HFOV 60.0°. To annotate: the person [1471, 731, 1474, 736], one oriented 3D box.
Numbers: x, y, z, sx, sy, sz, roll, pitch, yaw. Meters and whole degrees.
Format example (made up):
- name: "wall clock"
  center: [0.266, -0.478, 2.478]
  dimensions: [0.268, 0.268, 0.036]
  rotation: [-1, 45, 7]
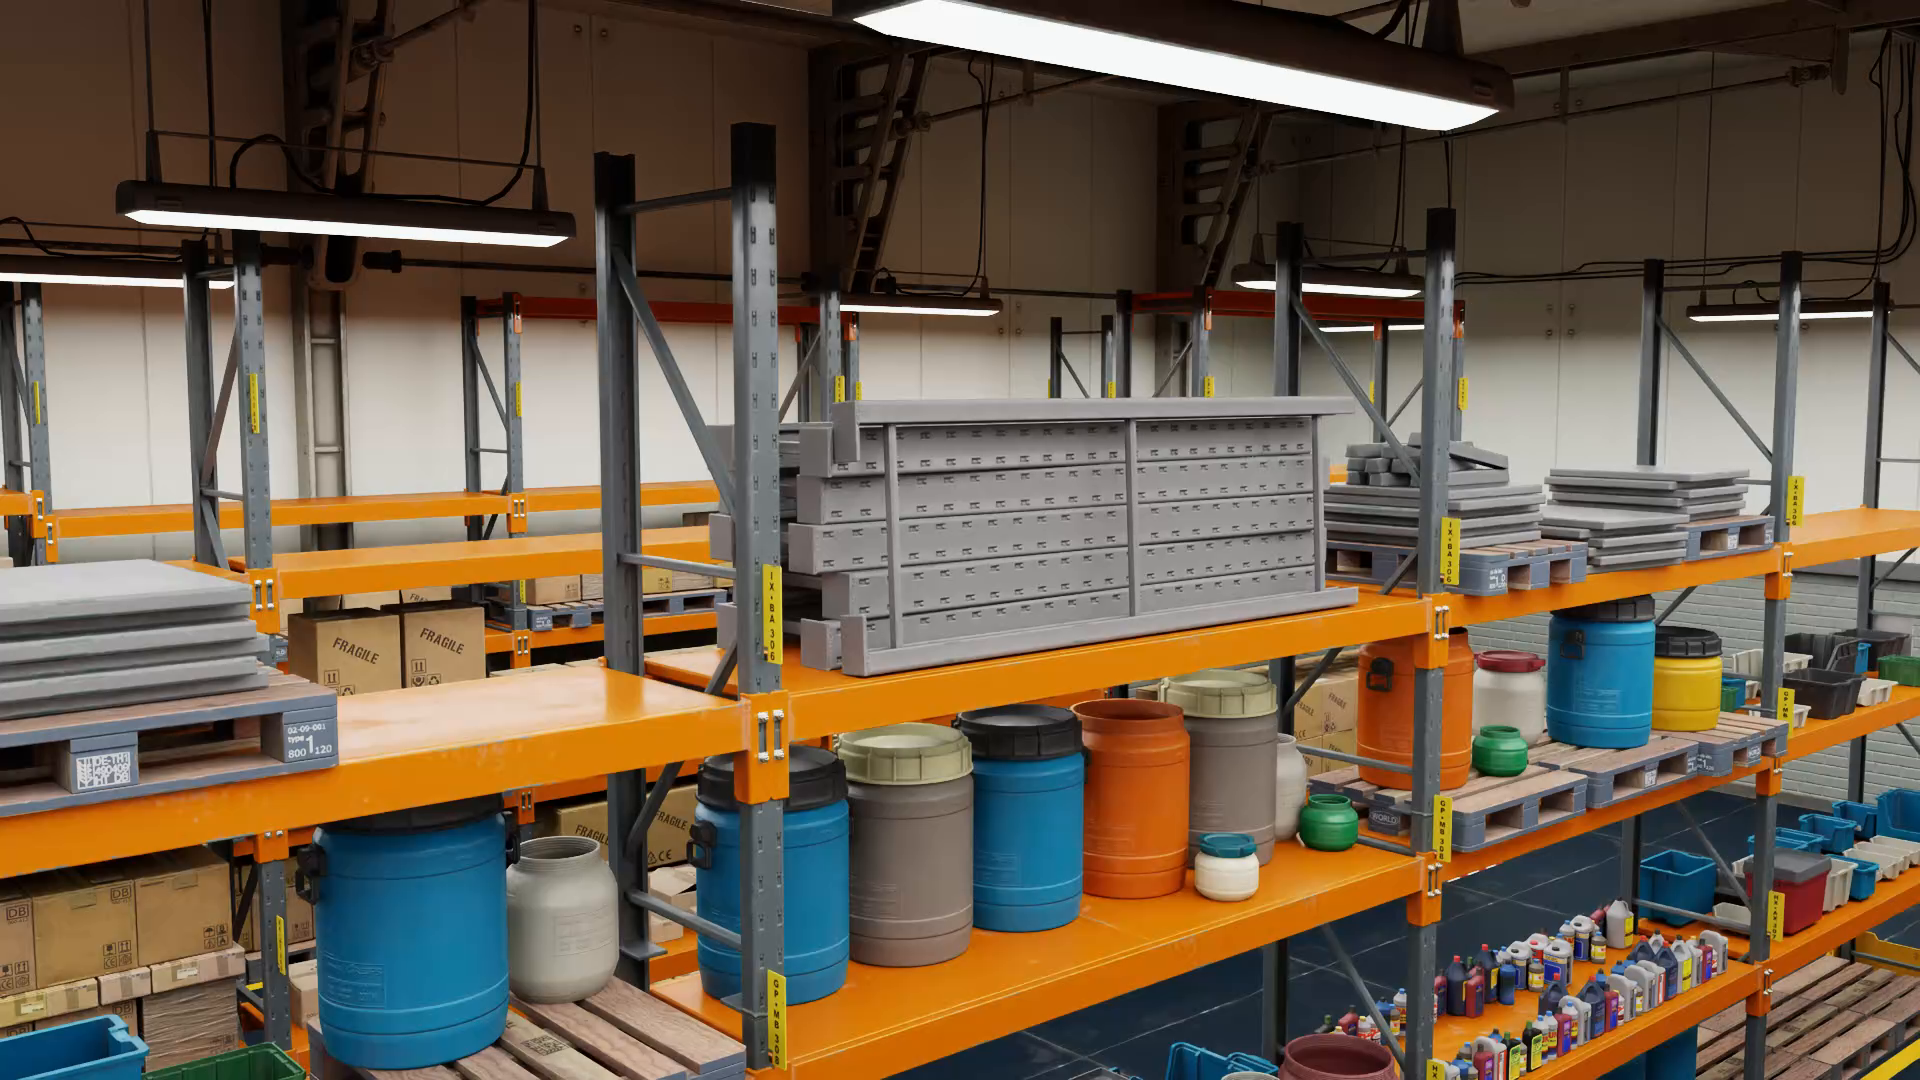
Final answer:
- name: "person"
  center: [5.984, 2.595, 18.935]
  dimensions: [0.504, 1.593, 0.909]
  rotation: [0, 5, 4]
